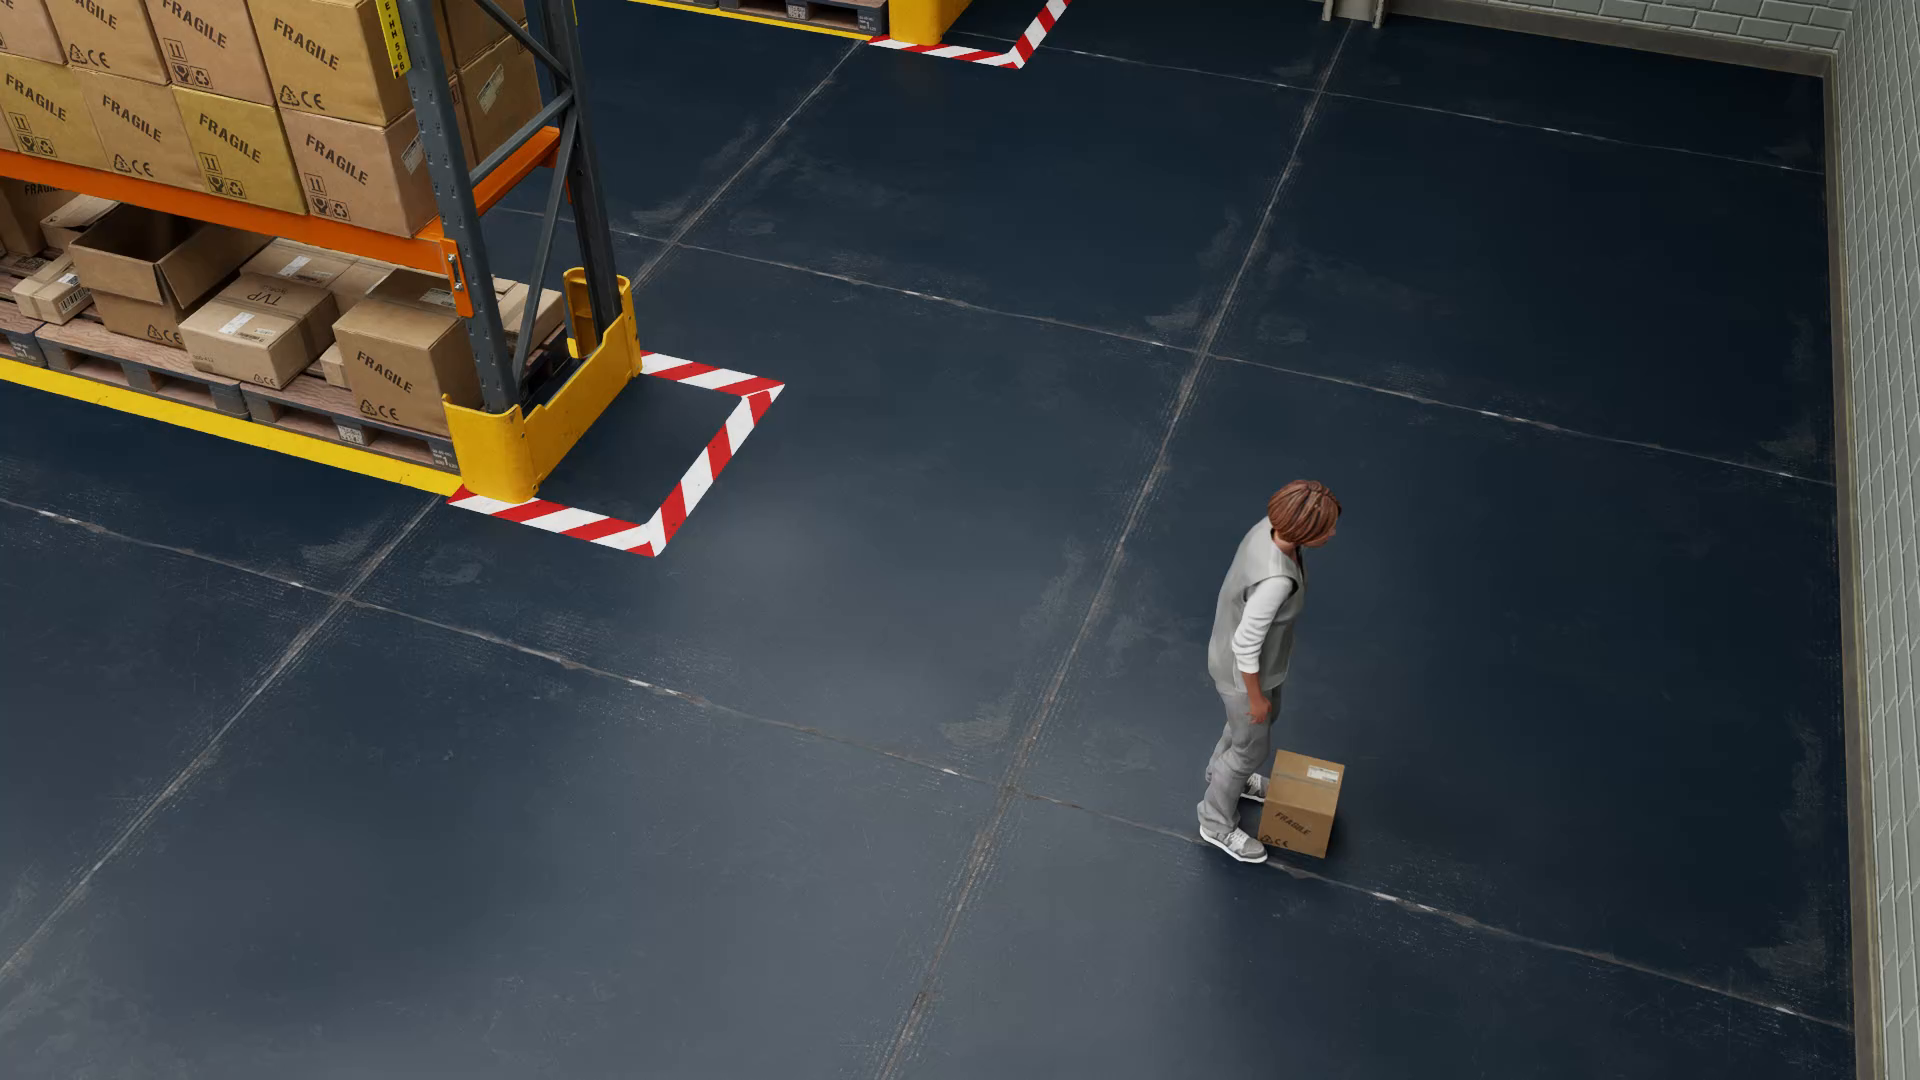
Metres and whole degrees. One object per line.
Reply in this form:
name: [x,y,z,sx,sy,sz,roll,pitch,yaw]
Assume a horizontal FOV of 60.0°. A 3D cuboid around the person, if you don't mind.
person: [1.028,0.417,5.705,0.342,1.593,0.485,11,43,12]
